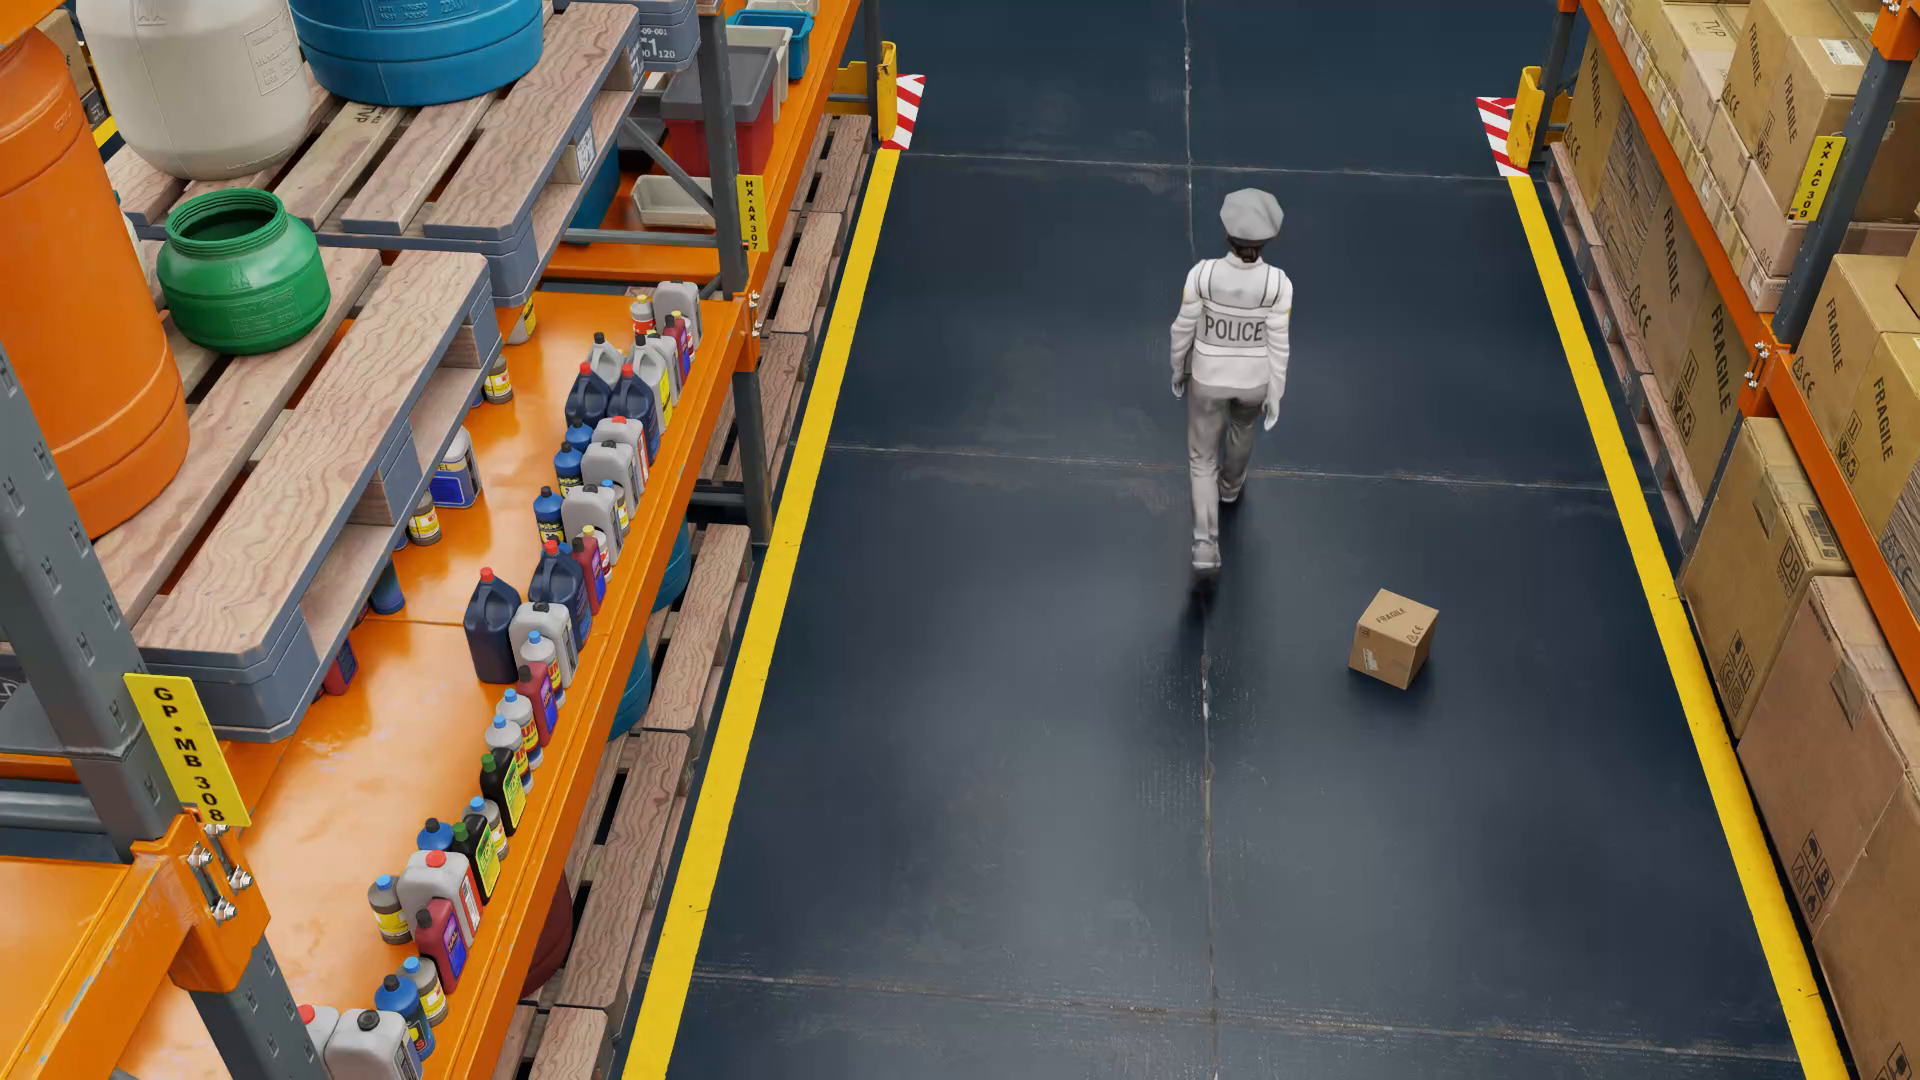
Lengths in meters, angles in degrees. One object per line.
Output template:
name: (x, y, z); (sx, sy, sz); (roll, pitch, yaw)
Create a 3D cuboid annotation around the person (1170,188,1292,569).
person: (1.105, -0.667, 6.928); (0.488, 1.631, 0.969); (4, 40, 5)
